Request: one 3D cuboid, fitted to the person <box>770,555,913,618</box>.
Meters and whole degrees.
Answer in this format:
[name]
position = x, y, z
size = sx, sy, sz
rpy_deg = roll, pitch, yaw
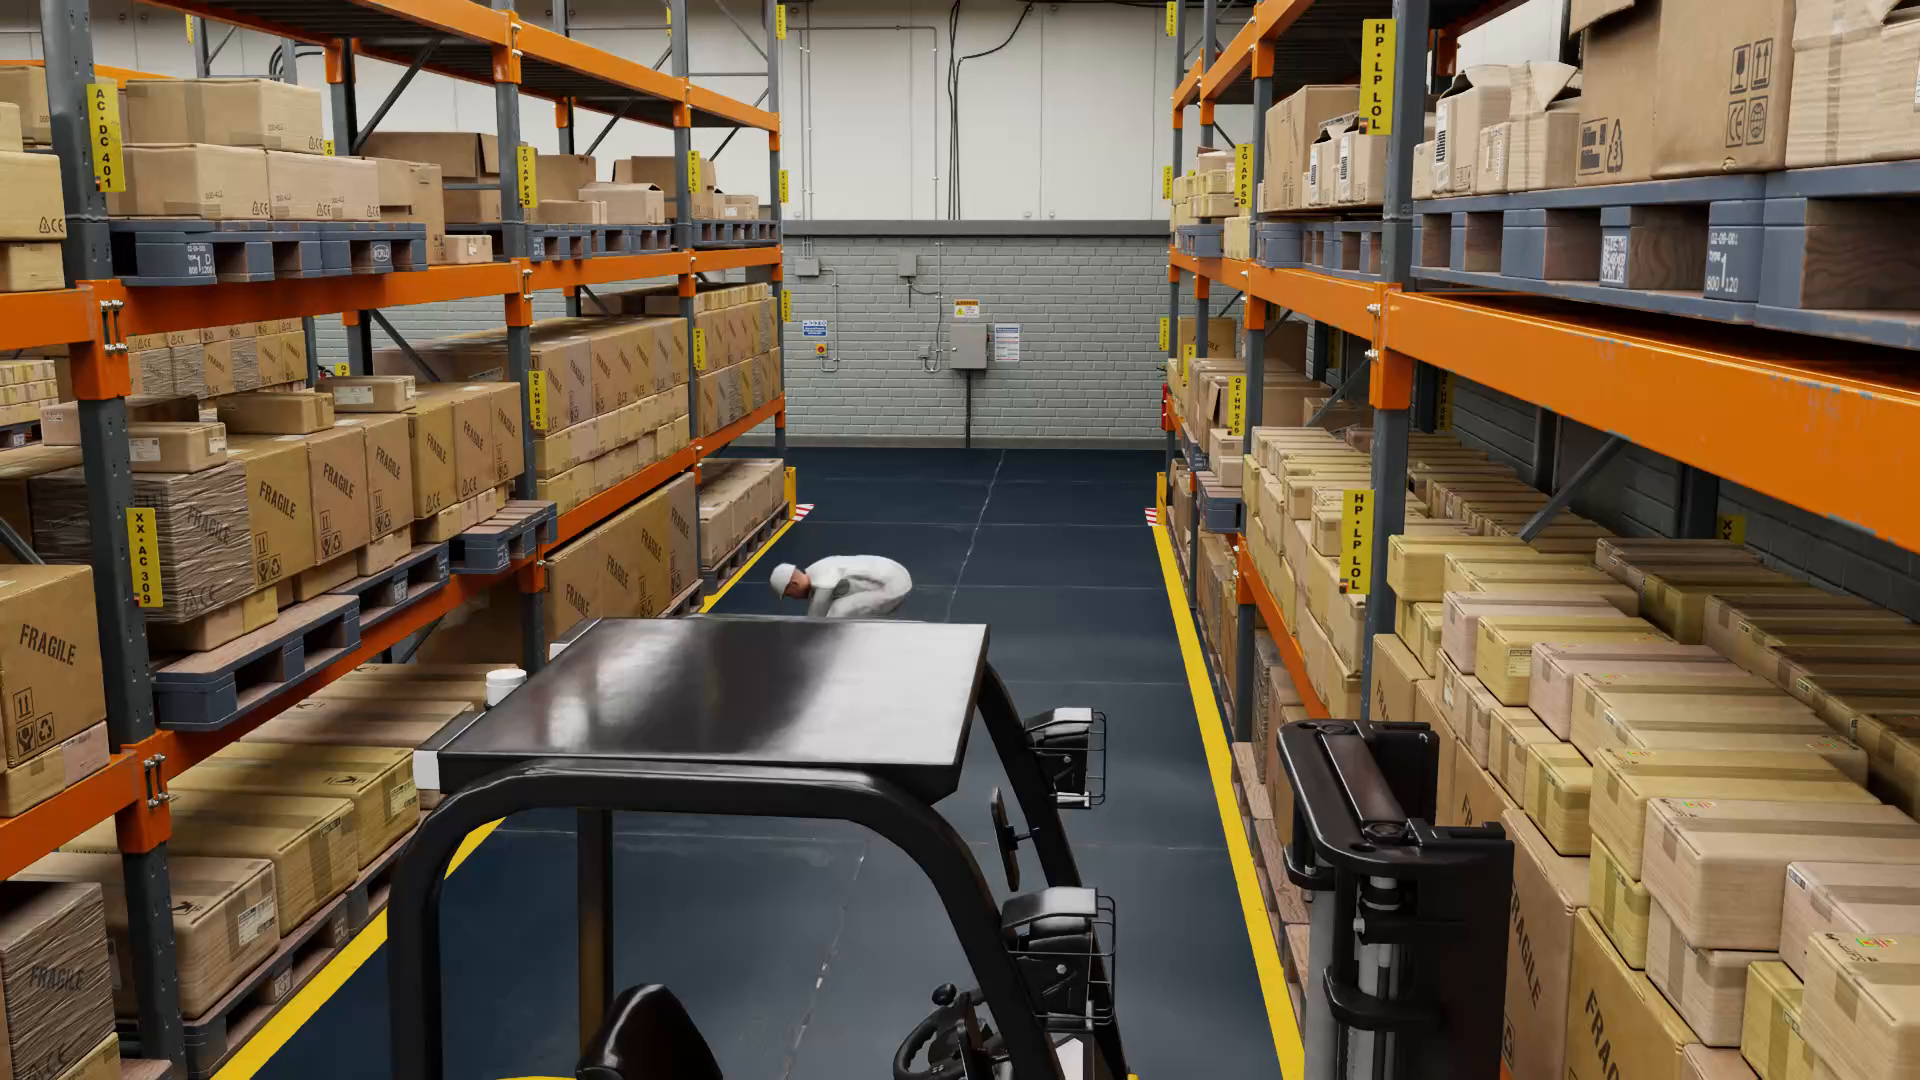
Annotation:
[person]
position = -0.805, 0.518, 11.363
size = 0.964, 0.820, 0.523
rpy_deg = 0, 11, 2
